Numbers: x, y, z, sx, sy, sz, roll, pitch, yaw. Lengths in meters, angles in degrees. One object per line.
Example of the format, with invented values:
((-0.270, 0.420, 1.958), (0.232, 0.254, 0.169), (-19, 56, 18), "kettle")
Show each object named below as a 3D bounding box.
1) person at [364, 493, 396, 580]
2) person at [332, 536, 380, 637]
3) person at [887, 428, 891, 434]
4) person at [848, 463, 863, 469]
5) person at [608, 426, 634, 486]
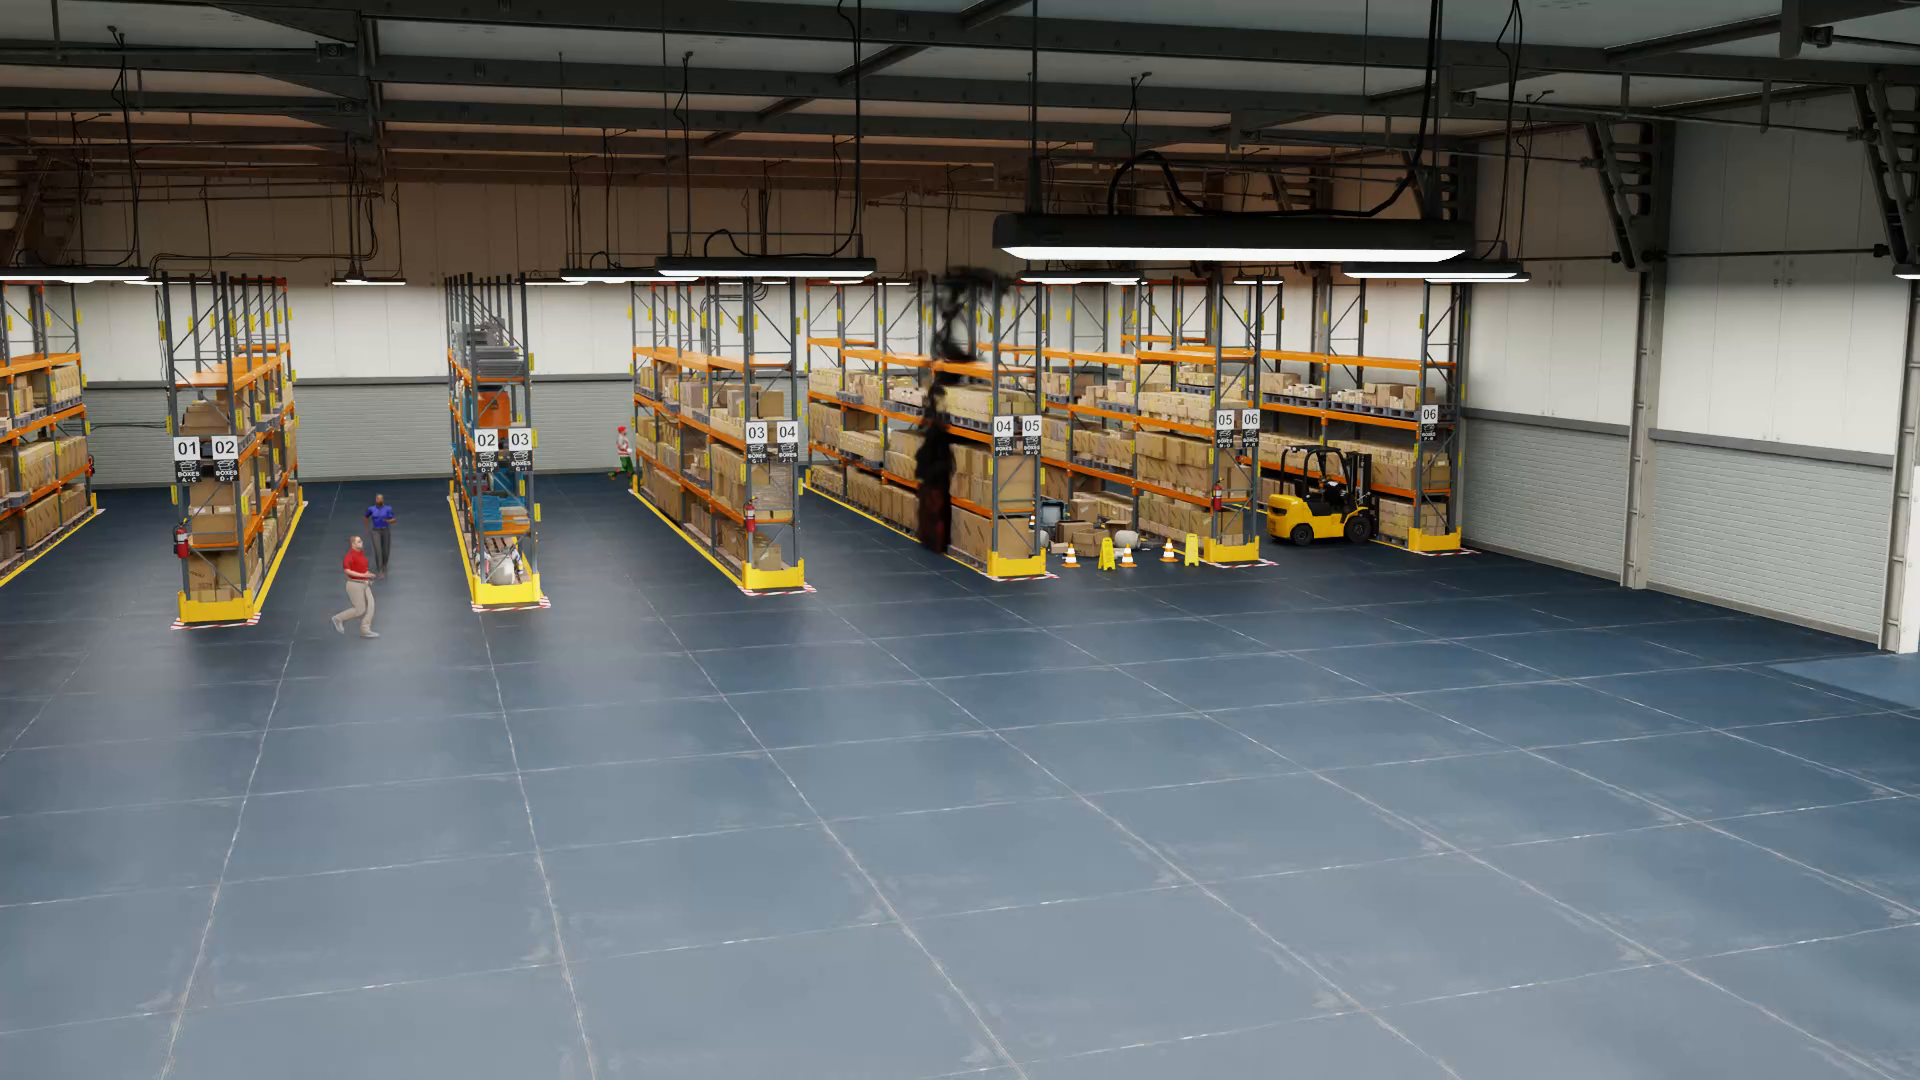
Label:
((-11.527, -0.096, 33.114), (0.566, 1.672, 0.873), (-4, 10, -26), "person")
((-9.965, 0.768, 27.401), (0.752, 1.687, 0.664), (0, 9, 0), "person")
((-2.052, -2.322, 47.590), (0.713, 1.747, 0.933), (-3, 9, -20), "person")
((-3.230, -2.603, 49.632), (0.567, 1.728, 0.733), (4, 9, 23), "person")
((-9.799, -2.431, 48.322), (0.869, 1.772, 0.657), (-1, 9, -6), "person")
